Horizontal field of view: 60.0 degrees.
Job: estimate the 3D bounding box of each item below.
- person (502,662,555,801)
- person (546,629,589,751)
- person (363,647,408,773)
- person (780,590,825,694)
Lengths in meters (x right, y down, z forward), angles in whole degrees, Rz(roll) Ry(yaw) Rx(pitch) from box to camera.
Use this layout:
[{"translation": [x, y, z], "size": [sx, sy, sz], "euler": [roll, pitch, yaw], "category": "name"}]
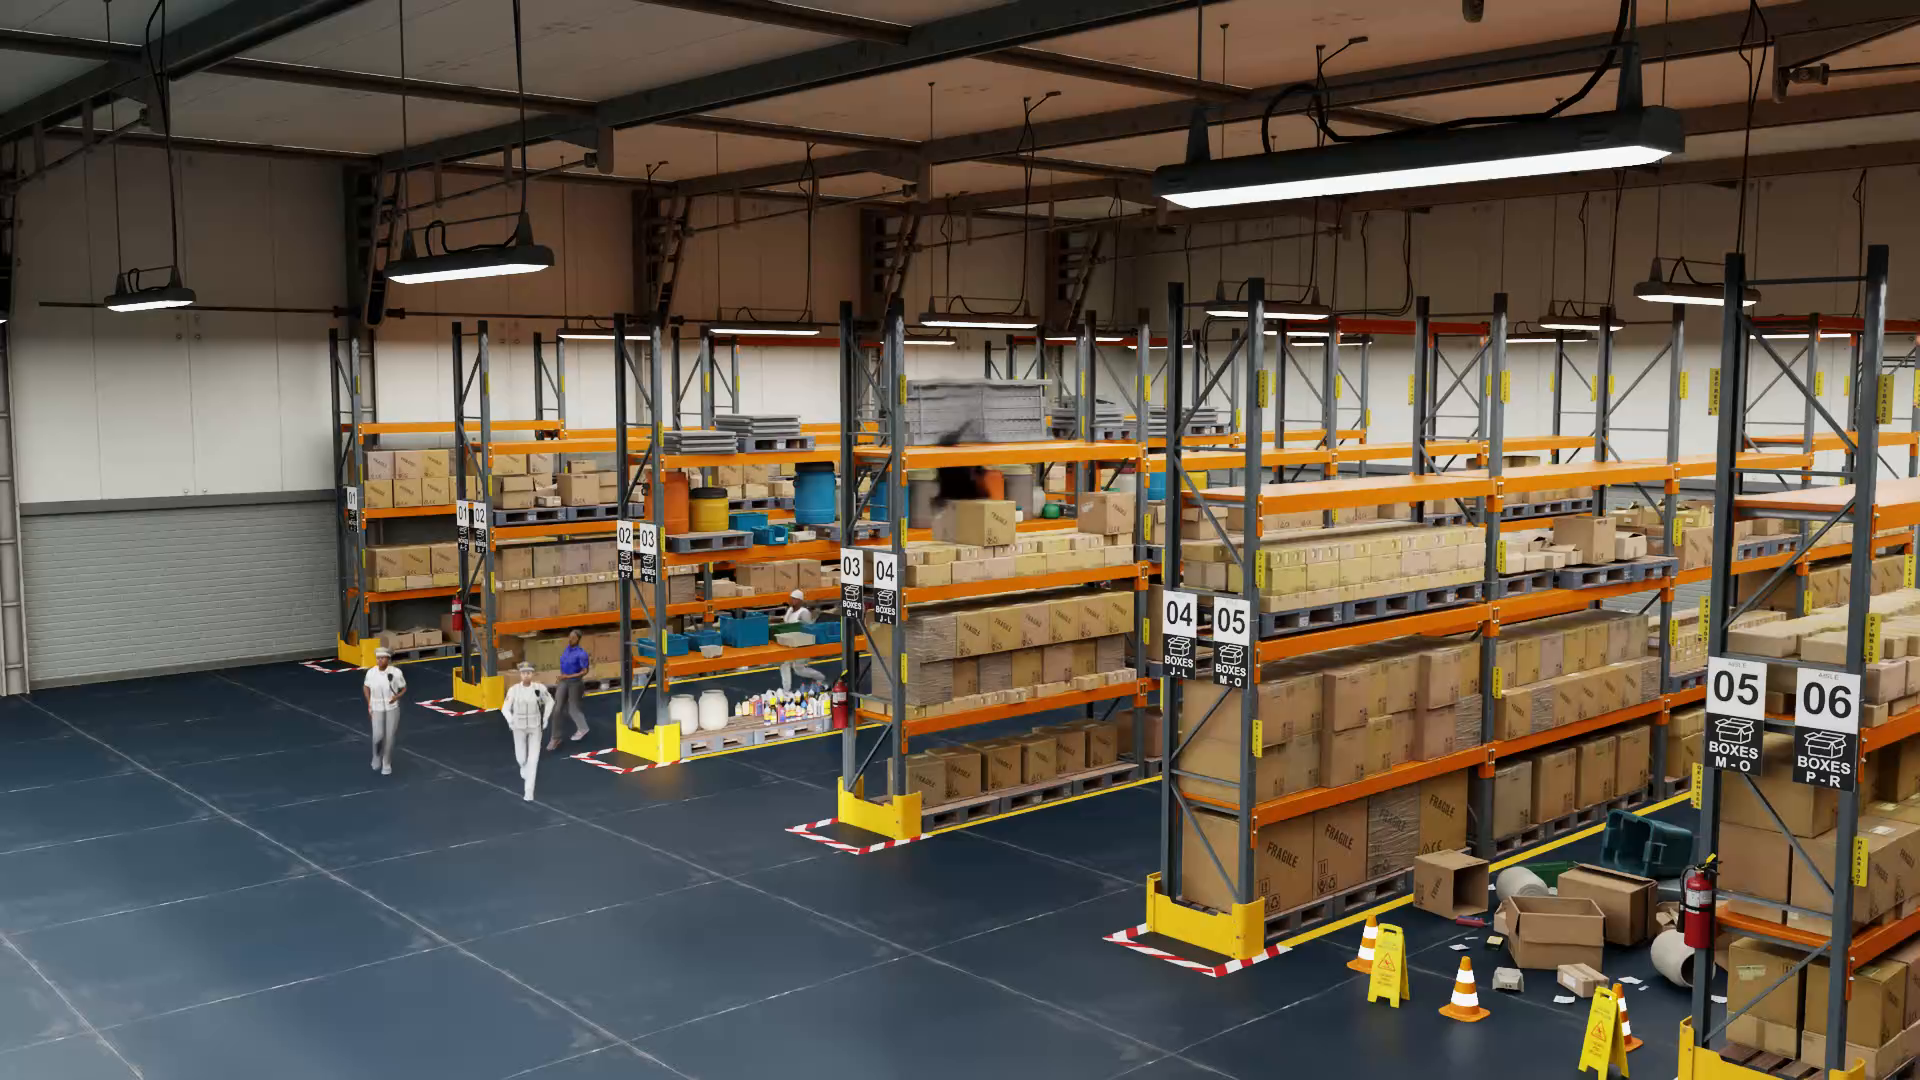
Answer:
[{"translation": [-5.325, 2.325, 20.532], "size": [0.631, 1.673, 0.774], "euler": [-1, 6, -13], "category": "person"}, {"translation": [-5.375, 2.068, 23.183], "size": [0.583, 1.674, 0.795], "euler": [3, 6, 25], "category": "person"}, {"translation": [-7.450, 2.207, 21.549], "size": [0.561, 1.668, 0.564], "euler": [-1, 6, -14], "category": "person"}, {"translation": [-2.575, 1.679, 26.461], "size": [0.912, 1.781, 0.682], "euler": [-5, 7, -40], "category": "person"}]
